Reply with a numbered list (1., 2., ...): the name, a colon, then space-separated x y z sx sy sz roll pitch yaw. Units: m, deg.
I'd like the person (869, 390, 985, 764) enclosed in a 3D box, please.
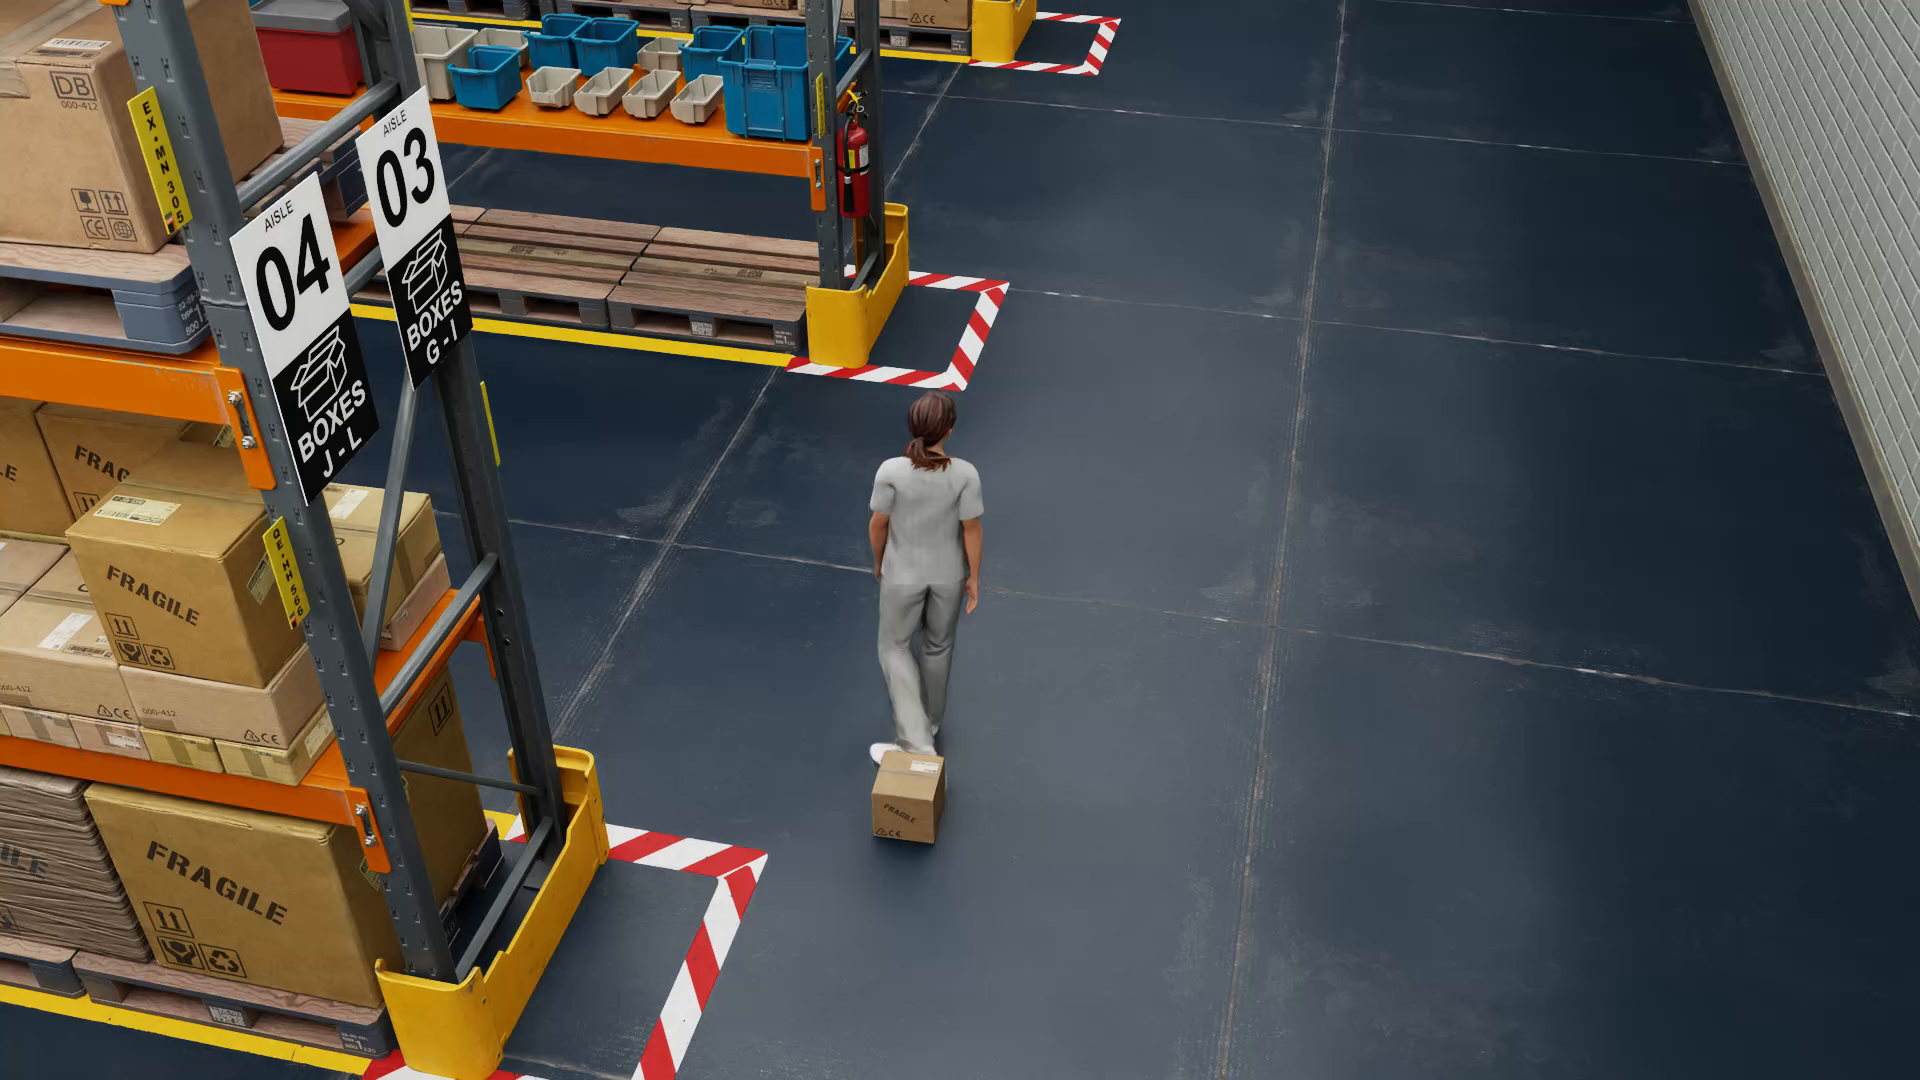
1. person: -0.146 0.193 6.704 0.501 1.666 0.616 -4 37 -5
